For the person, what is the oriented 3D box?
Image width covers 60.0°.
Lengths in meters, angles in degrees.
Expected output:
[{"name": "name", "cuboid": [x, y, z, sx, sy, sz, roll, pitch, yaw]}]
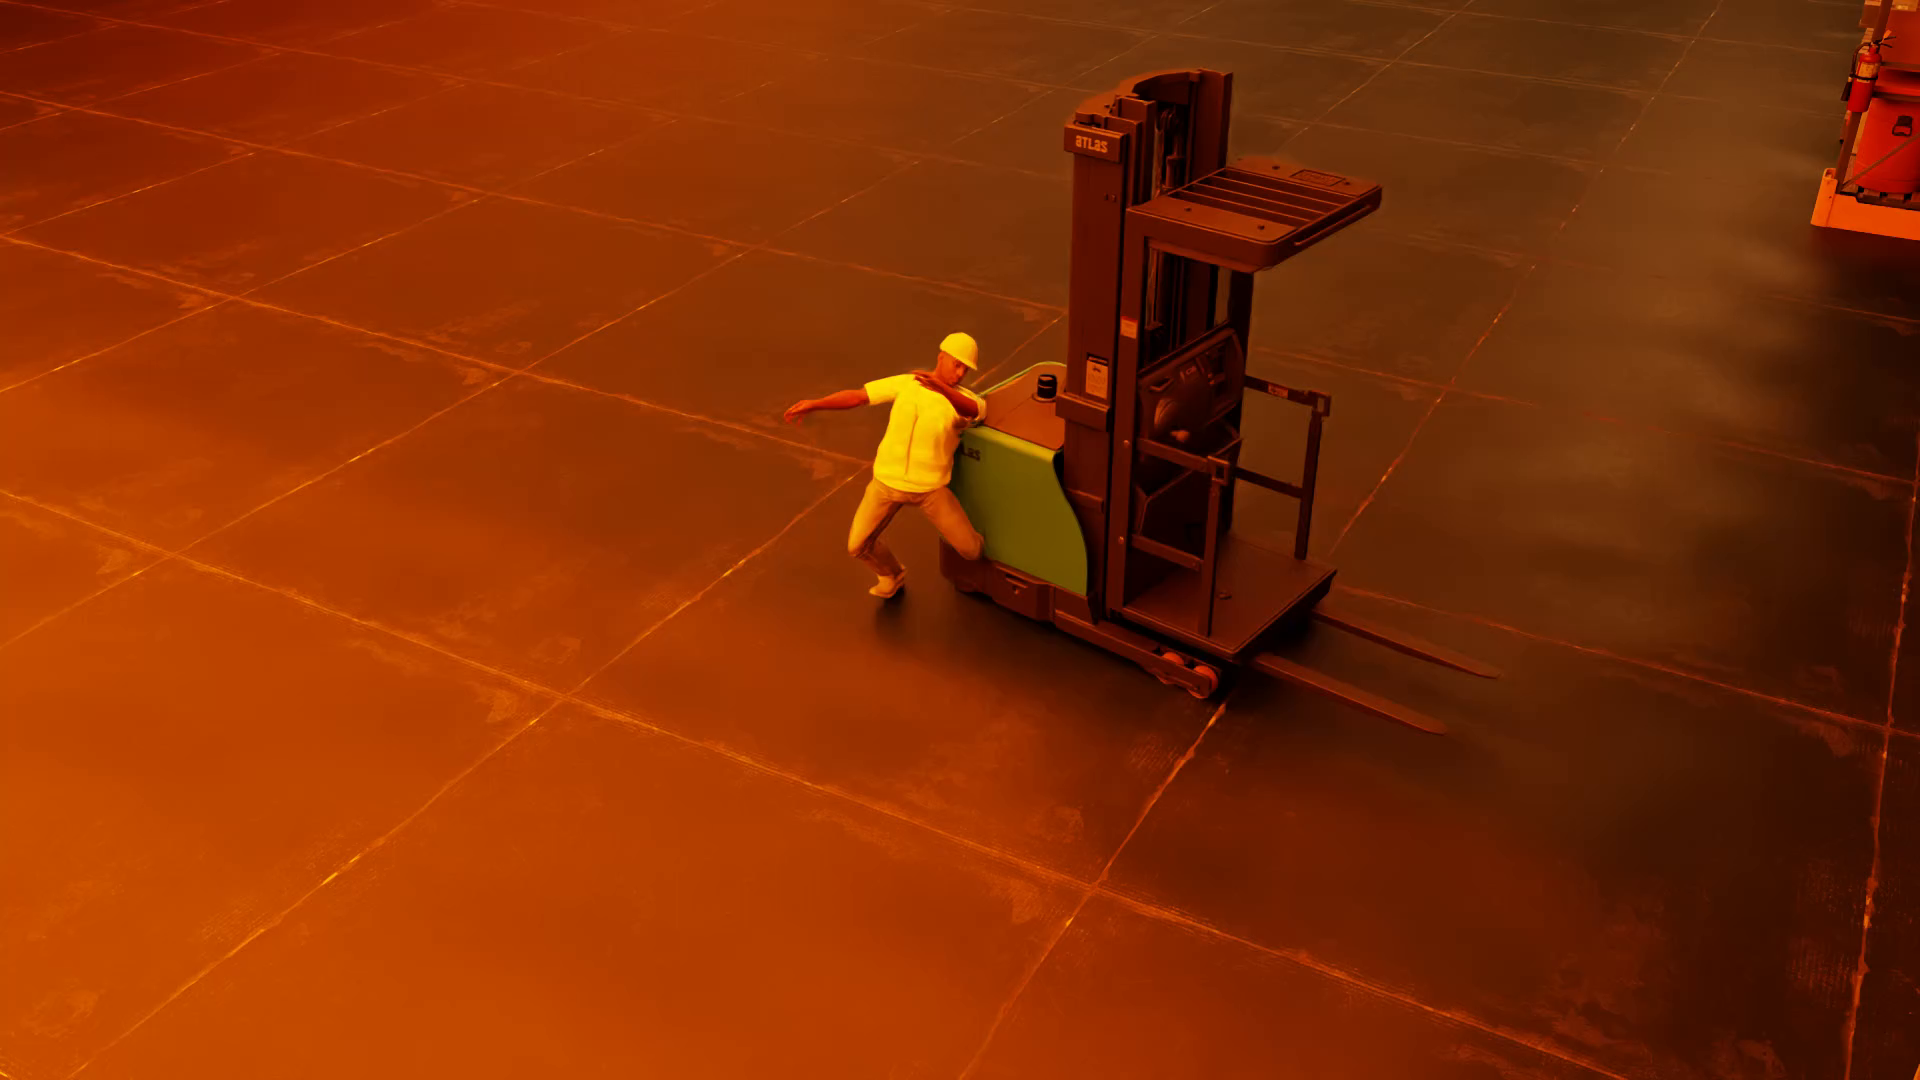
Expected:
[{"name": "person", "cuboid": [-0.382, -0.370, 9.076, 1.118, 1.523, 0.738, 5, 30, 8]}]

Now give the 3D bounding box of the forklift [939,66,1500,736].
[{"name": "forklift", "cuboid": [1.345, -0.751, 8.372, 3.031, 2.935, 1.130, 22, 37, 33]}]
